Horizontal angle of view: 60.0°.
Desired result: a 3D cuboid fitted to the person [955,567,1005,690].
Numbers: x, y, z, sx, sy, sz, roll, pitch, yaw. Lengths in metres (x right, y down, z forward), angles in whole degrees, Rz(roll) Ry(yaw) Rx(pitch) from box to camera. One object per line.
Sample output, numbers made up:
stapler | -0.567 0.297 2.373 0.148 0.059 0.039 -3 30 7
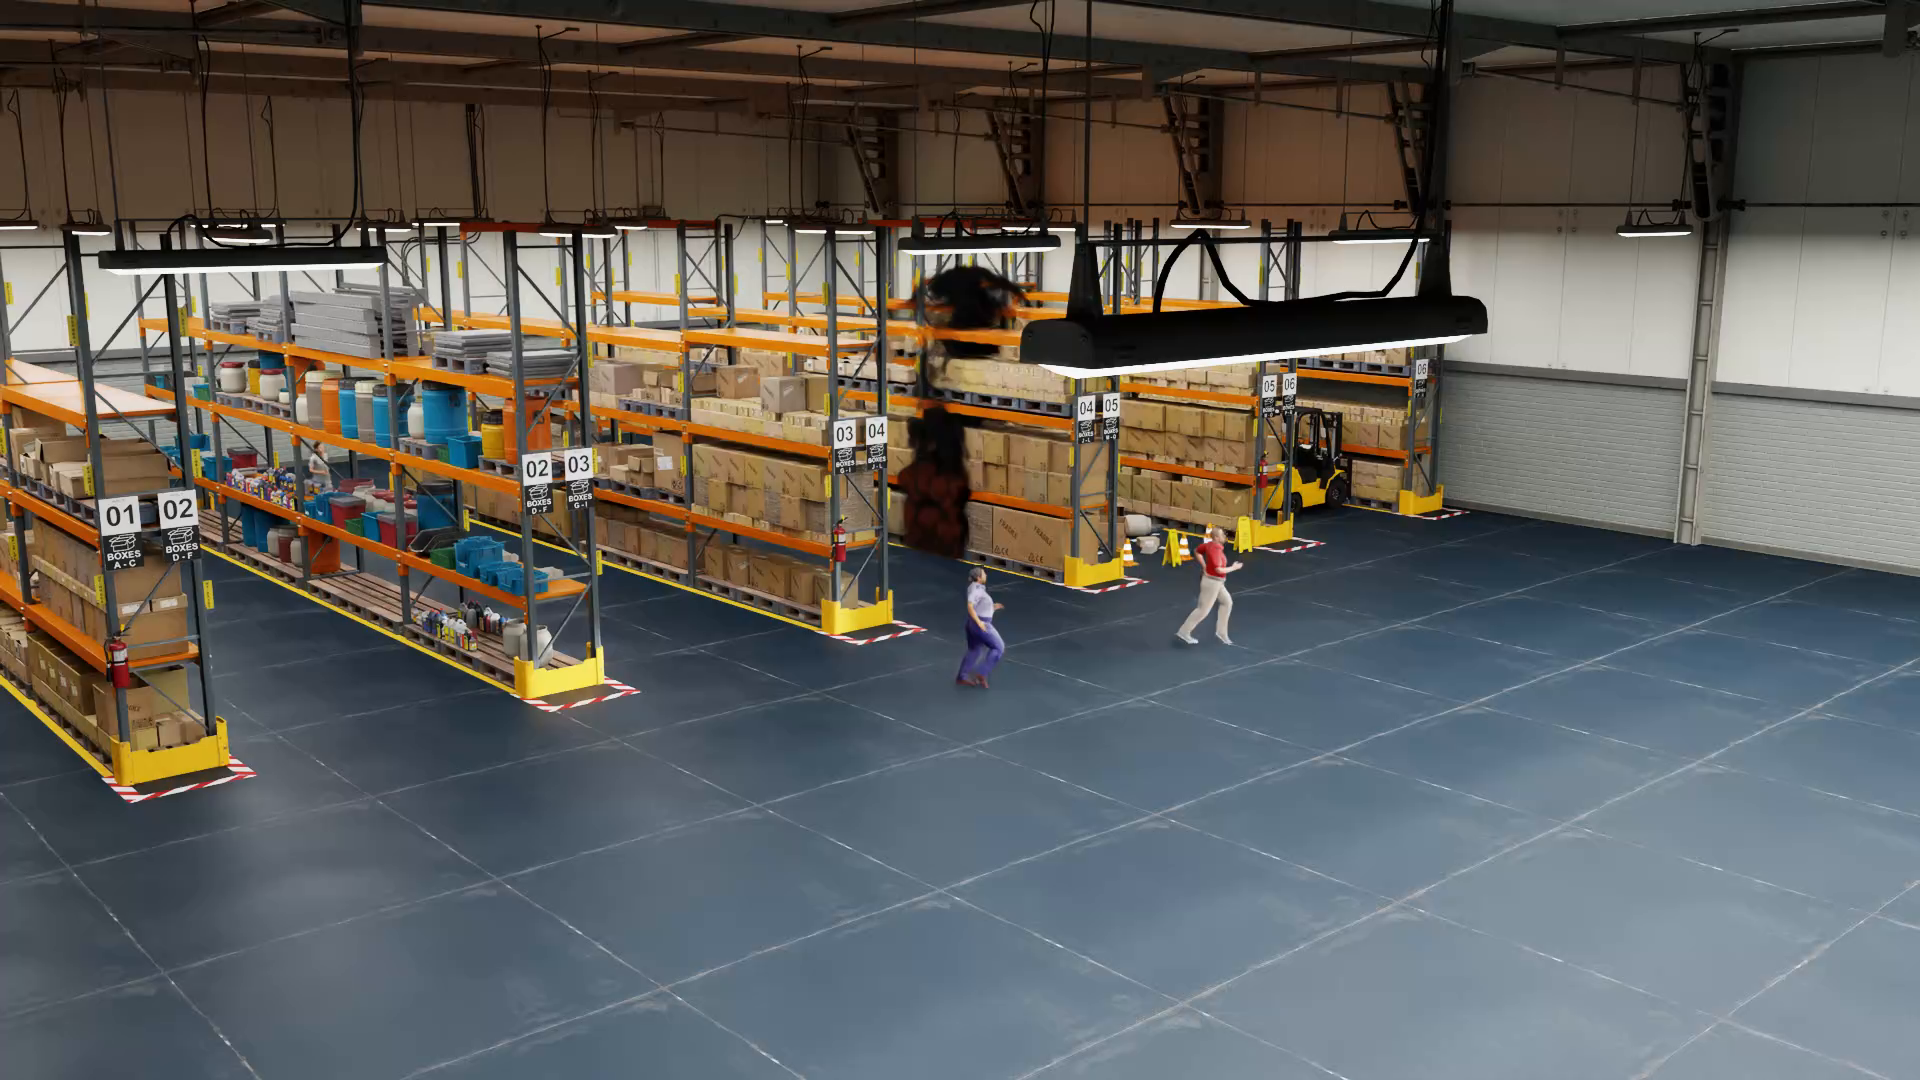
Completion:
person | 0.281 1.172 21.985 0.664 1.637 0.586 -4 12 -19

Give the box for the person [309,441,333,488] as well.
person | -12.819 -1.156 33.347 0.971 1.676 0.541 9 15 39

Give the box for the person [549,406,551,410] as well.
person | -9.940 -2.418 39.745 0.791 1.691 0.662 2 12 10

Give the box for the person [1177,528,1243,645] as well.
person | 3.620 0.694 24.138 0.925 1.787 0.671 1 11 5
